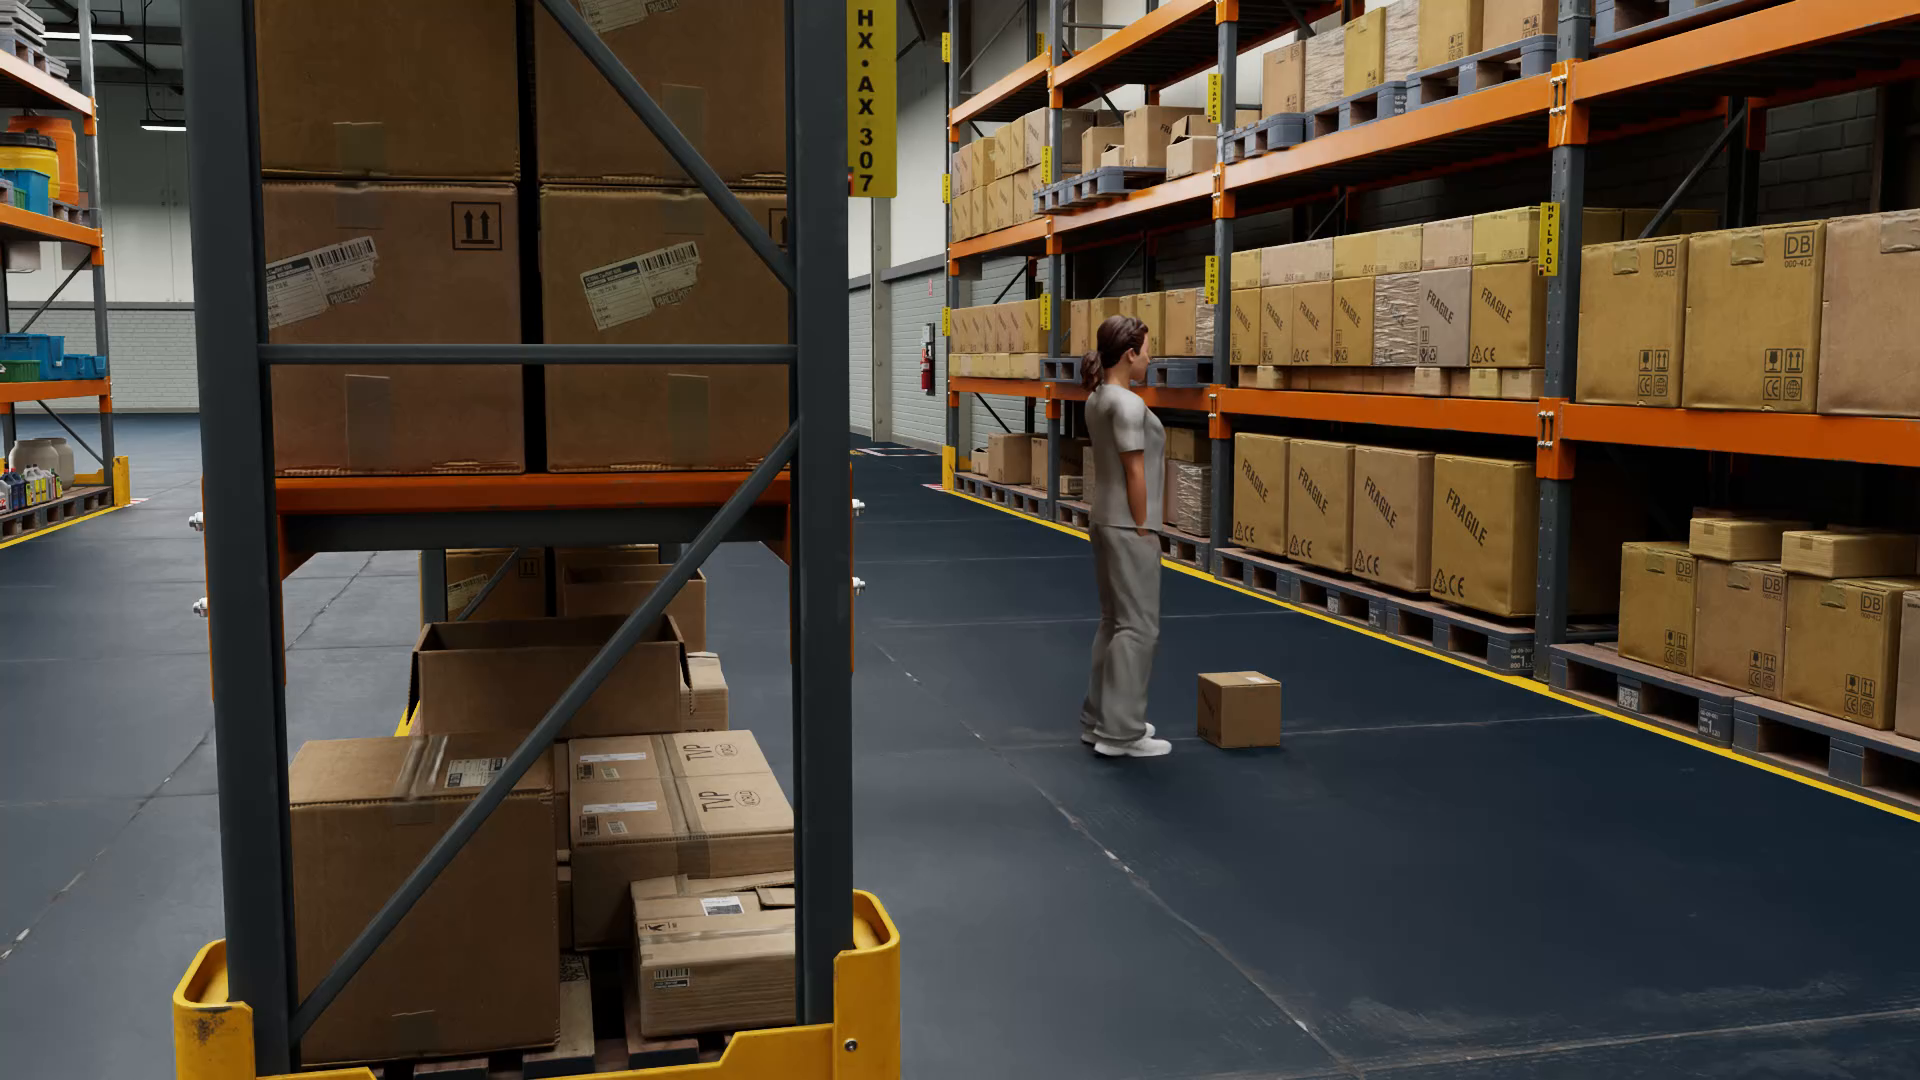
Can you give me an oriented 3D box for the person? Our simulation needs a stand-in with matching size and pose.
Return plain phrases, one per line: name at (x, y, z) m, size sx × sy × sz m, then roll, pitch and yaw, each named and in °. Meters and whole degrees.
person at (0.619, -0.019, 6.399) m, size 0.363 × 1.681 × 0.438 m, roll -1°, pitch 6°, yaw -12°
